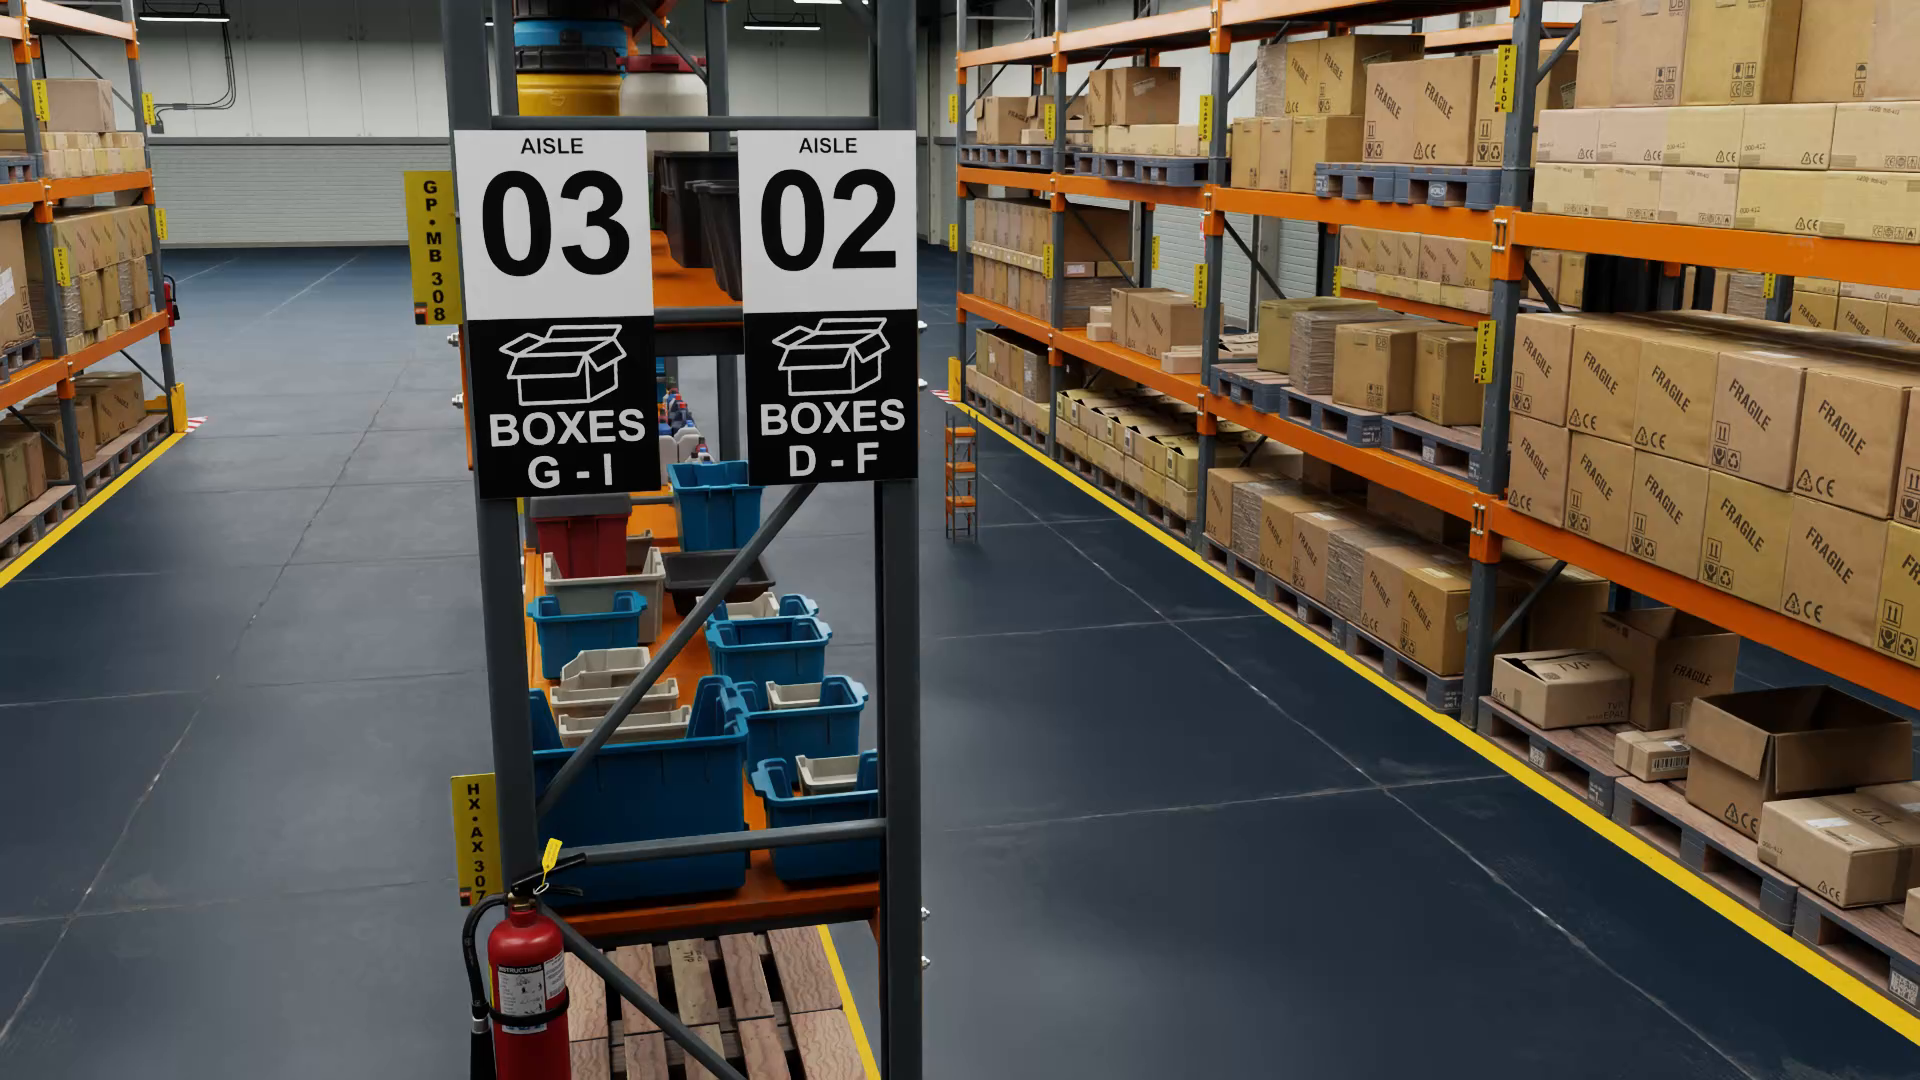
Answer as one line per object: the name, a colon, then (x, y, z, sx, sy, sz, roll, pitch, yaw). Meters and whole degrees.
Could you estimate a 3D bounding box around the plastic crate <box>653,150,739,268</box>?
plastic crate: (-0.687, -1.047, 5.205, 0.504, 0.338, 0.767, -3, 14, -13)

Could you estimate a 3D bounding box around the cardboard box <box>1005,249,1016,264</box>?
cardboard box: (0.705, -3.126, 18.323, 0.380, 0.149, 0.250, -3, 14, -13)

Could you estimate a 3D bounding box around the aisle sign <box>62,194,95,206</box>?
aisle sign: (-9.474, -3.928, 17.708, 0.394, 0.787, 0.004, -3, 14, -13)

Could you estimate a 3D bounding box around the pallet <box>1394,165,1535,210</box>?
pallet: (3.196, -1.971, 9.250, 1.213, 0.211, 1.003, -3, 14, -13)

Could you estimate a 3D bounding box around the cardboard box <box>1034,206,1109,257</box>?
cardboard box: (1.171, -3.194, 17.234, 0.700, 0.500, 0.500, -3, 14, -13)

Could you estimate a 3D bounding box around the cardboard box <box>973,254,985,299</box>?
cardboard box: (0.559, -3.159, 19.827, 0.700, 0.500, 0.500, -3, 14, -13)

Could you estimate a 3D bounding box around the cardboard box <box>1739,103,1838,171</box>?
cardboard box: (3.496, -1.605, 6.620, 0.500, 0.250, 0.500, -3, 14, -13)

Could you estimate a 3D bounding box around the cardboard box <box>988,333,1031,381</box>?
cardboard box: (0.621, -2.086, 18.972, 0.500, 0.500, 0.500, -3, 14, -13)

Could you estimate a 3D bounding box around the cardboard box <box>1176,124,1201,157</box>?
cardboard box: (2.039, -3.183, 13.247, 0.500, 0.250, 0.500, -3, 14, -12)

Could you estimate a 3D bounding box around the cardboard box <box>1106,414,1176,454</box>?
cardboard box: (1.619, -0.973, 14.817, 0.500, 0.311, 0.500, -3, 14, -12)

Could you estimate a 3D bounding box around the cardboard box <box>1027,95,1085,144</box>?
cardboard box: (1.138, -4.463, 17.655, 0.797, 0.503, 0.637, -2, 14, -7)

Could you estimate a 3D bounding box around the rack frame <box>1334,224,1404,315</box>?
rack frame: (5.277, -3.496, 21.416, 1.000, 3.000, 0.127, -3, 14, -13)

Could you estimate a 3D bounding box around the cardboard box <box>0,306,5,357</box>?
cardboard box: (-7.732, -1.604, 12.571, 0.797, 0.503, 0.637, -2, 14, -7)

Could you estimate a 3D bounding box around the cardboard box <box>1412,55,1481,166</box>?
cardboard box: (3.055, -2.482, 9.640, 0.600, 0.600, 0.600, -3, 14, -14)

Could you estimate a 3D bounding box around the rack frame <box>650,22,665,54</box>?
rack frame: (-2.475, -4.013, 10.890, 1.000, 3.000, 0.127, -3, 14, -13)

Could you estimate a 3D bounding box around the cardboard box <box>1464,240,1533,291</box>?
cardboard box: (5.804, -2.966, 17.942, 0.500, 0.500, 0.500, -3, 14, -13)

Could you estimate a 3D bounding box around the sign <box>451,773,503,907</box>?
sign: (-1.127, 0.702, 3.888, 0.100, 0.325, 0.005, -3, 14, -13)

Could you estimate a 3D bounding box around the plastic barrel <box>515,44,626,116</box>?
plastic barrel: (-1.947, -2.127, 8.212, 0.600, 0.588, 0.600, 0, 14, 0)

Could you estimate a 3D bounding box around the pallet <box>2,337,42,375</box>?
pallet: (-8.190, -1.467, 13.517, 1.003, 0.211, 1.213, -3, 14, -13)

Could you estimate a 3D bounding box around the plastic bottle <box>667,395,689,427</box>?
plastic bottle: (-1.700, -0.702, 10.084, 0.144, 0.351, 0.185, -3, 14, -13)

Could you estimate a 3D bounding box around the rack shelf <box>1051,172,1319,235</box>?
rack shelf: (1.871, -2.943, 14.347, 1.077, 0.370, 4.000, -3, 14, -13)

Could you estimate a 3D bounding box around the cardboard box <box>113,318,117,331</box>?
cardboard box: (-8.455, -2.090, 16.190, 0.380, 0.149, 0.250, -3, 14, -13)

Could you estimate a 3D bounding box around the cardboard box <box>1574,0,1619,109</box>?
cardboard box: (3.432, -2.332, 8.015, 0.700, 0.500, 0.500, -3, 14, -13)

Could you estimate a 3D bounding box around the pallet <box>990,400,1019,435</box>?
pallet: (0.966, -1.410, 18.751, 1.003, 0.211, 1.213, -3, 14, -13)

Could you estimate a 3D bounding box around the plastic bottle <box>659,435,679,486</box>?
plastic bottle: (-1.639, -0.448, 9.203, 0.152, 0.276, 0.135, -3, 14, -13)

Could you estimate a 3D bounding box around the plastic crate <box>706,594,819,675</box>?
plastic crate: (-0.713, 0.351, 5.896, 0.416, 0.233, 0.300, -3, 14, -13)

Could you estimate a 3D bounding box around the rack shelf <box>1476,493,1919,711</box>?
rack shelf: (3.750, 0.360, 7.148, 1.077, 0.370, 4.000, -3, 14, -13)

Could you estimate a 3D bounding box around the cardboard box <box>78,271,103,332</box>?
cardboard box: (-8.357, -2.163, 15.121, 0.875, 0.500, 0.500, -3, 14, -13)

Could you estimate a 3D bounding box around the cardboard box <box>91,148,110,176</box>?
cardboard box: (-8.452, -3.605, 15.860, 0.500, 0.250, 0.500, -4, 14, -14)

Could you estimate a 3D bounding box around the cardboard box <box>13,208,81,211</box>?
cardboard box: (-9.193, -3.089, 16.805, 0.500, 0.500, 0.500, -3, 14, -13)

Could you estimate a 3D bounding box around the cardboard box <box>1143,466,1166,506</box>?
cardboard box: (1.856, -0.468, 13.932, 0.500, 0.250, 0.500, -3, 14, -14)

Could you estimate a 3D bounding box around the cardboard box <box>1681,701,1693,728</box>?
cardboard box: (3.866, 0.930, 8.037, 0.500, 0.311, 0.500, -3, 14, -13)

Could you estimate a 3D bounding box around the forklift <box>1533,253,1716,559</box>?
forklift: (5.439, -1.248, 12.358, 3.031, 2.935, 1.130, -1, 14, -5)

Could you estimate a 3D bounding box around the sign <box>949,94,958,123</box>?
sign: (-0.079, -5.110, 19.693, 0.100, 0.325, 0.005, -3, 14, -13)

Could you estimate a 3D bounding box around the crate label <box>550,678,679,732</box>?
crate label: (-1.106, 0.538, 5.335, 0.396, 0.136, 0.243, -3, 14, -13)

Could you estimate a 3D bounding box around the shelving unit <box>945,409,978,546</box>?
shelving unit: (0.013, -0.498, 13.252, 0.215, 1.050, 0.252, -3, 14, -13)

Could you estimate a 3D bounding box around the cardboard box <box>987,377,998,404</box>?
cardboard box: (0.610, -1.721, 19.059, 0.500, 0.250, 0.500, -3, 14, -13)

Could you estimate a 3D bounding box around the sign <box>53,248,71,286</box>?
sign: (-7.690, -2.339, 14.242, 0.100, 0.325, 0.005, -3, 14, -13)

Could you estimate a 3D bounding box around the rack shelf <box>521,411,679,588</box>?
rack shelf: (-2.005, -0.287, 9.799, 1.077, 0.370, 4.000, -3, 14, -13)

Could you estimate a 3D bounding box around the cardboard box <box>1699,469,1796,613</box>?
cardboard box: (3.495, -0.016, 6.961, 0.500, 0.500, 0.500, -3, 14, -14)

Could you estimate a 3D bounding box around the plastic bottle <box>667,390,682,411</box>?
plastic bottle: (-1.856, -0.840, 10.818, 0.097, 0.271, 0.097, 0, 14, 0)

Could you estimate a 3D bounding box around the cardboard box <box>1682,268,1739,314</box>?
cardboard box: (6.878, -2.148, 14.761, 0.700, 0.500, 0.500, -5, 14, -18)

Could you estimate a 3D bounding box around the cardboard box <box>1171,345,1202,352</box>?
cardboard box: (1.987, -1.543, 13.950, 0.380, 0.149, 0.250, -2, 14, -9)

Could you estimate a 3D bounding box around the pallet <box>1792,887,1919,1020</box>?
pallet: (4.014, 1.625, 6.330, 1.003, 0.211, 1.213, -3, 14, -13)

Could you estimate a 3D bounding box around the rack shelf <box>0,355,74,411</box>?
rack shelf: (-7.759, -0.934, 12.446, 1.077, 0.370, 4.000, -3, 14, -13)

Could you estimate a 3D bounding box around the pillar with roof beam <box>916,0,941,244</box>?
pillar with roof beam: (-4.949, -12.978, 47.586, 9.100, 9.000, 0.548, -3, 14, -13)

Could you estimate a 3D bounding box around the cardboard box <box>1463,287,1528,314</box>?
cardboard box: (5.810, -2.602, 18.033, 0.500, 0.250, 0.500, -3, 14, -13)

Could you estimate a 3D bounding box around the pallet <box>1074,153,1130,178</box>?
pallet: (1.621, -3.458, 15.342, 0.805, 0.209, 1.217, -4, 14, -15)

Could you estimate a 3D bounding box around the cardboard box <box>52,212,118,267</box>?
cardboard box: (-8.451, -2.887, 15.980, 0.500, 0.500, 0.500, -3, 14, -13)

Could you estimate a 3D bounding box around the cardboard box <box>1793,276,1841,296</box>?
cardboard box: (7.018, -2.092, 13.209, 0.500, 0.250, 0.500, -3, 14, -12)

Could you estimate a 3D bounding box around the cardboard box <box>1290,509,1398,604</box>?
cardboard box: (2.539, 0.105, 11.019, 0.500, 0.500, 0.500, -4, 14, -15)

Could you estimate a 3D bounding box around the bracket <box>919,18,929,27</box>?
bracket: (-1.012, -14.851, 47.668, 0.235, 0.232, 0.430, -3, 14, -13)

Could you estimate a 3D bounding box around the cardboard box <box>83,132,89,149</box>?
cardboard box: (-8.348, -3.714, 15.464, 0.380, 0.149, 0.250, -4, 14, -14)

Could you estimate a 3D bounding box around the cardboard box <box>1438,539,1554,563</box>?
cardboard box: (3.268, 0.302, 10.210, 0.500, 0.500, 0.500, -3, 14, -12)

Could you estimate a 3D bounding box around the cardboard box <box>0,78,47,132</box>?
cardboard box: (-9.082, -4.203, 16.100, 0.500, 0.500, 0.500, -3, 14, -13)

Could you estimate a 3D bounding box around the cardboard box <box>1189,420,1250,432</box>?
cardboard box: (2.254, -0.890, 14.476, 0.500, 0.311, 0.500, -4, 14, -15)

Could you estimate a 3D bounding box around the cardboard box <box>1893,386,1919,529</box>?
cardboard box: (3.729, -0.266, 5.878, 0.500, 0.500, 0.500, -3, 14, -12)
